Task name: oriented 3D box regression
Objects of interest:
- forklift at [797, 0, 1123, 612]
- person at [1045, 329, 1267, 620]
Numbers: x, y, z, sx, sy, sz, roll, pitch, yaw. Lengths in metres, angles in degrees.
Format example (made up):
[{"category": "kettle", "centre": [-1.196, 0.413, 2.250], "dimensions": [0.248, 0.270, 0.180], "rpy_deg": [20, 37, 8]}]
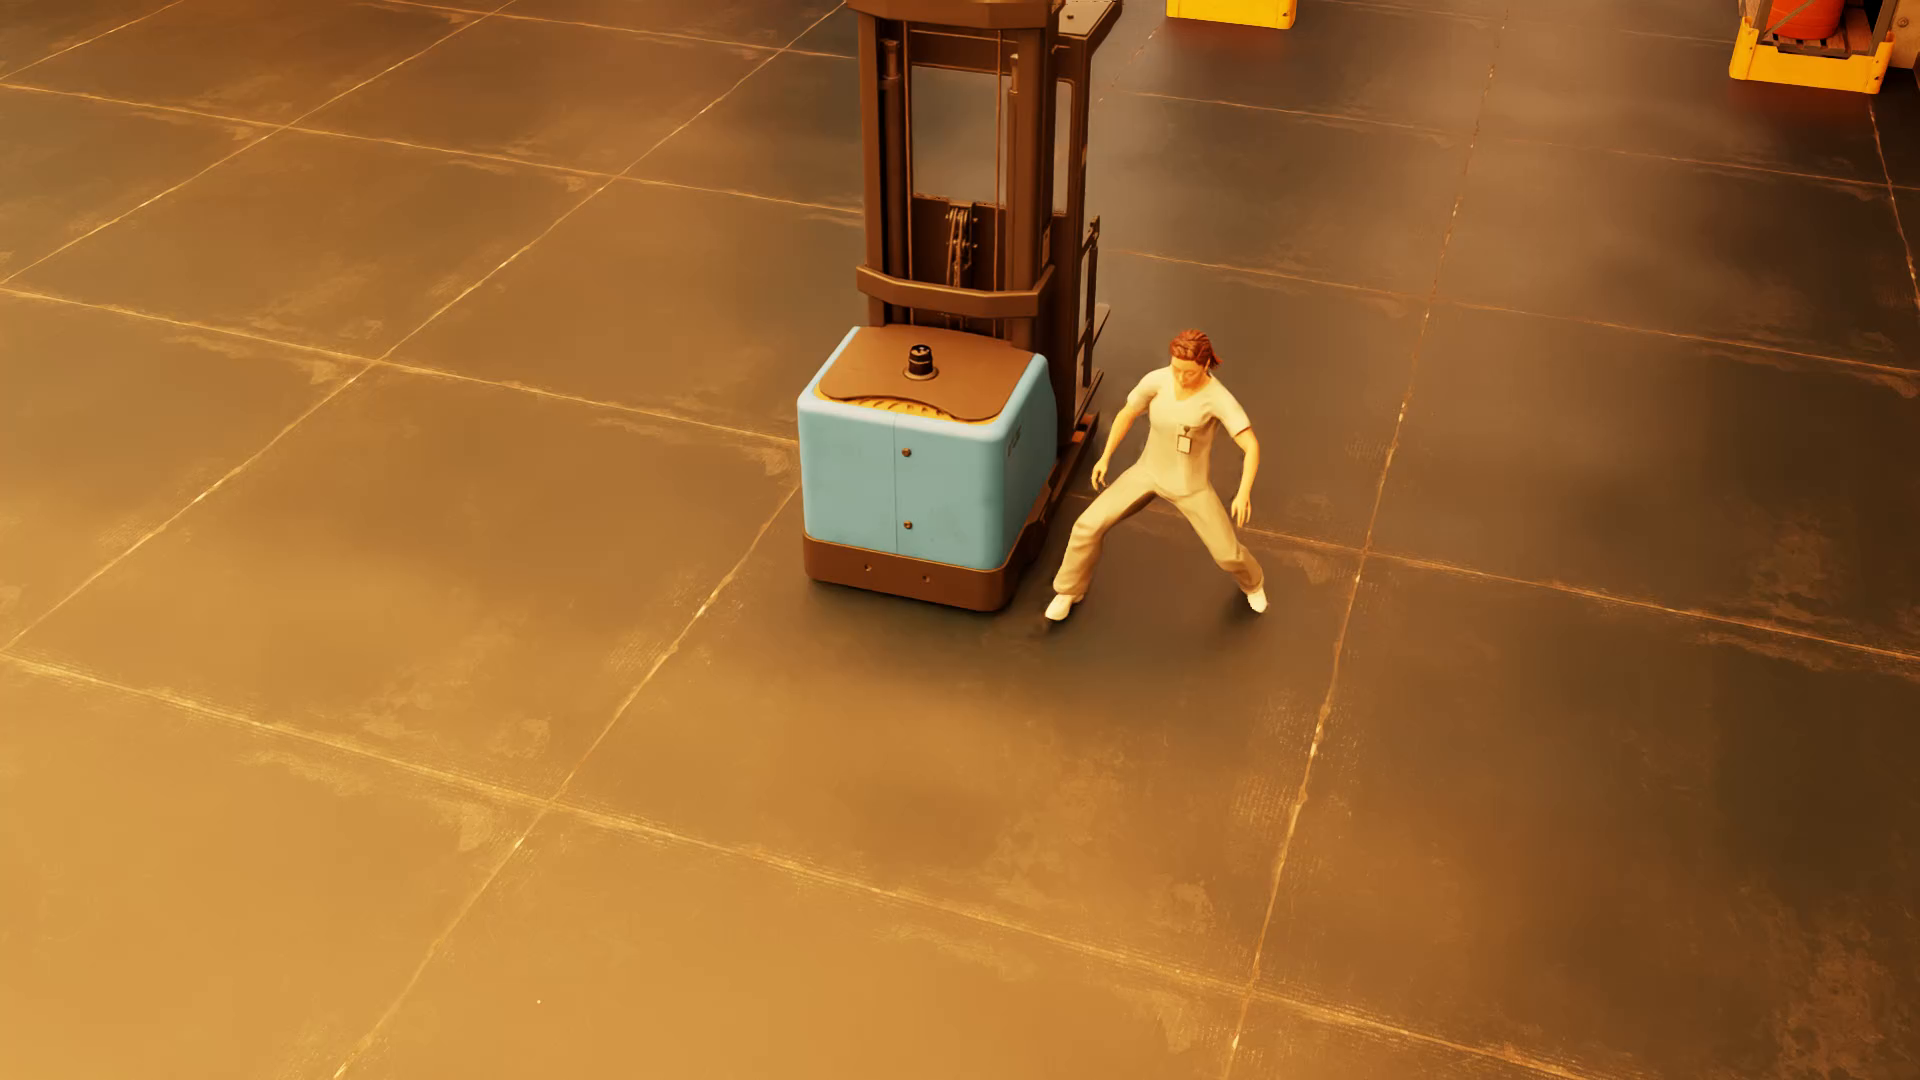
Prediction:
[{"category": "forklift", "centre": [0.153, -1.701, 8.510], "dimensions": [1.130, 2.935, 3.031], "rpy_deg": [10, 37, 14]}, {"category": "person", "centre": [0.994, -0.270, 7.762], "dimensions": [0.923, 1.533, 0.896], "rpy_deg": [19, 40, 25]}]
